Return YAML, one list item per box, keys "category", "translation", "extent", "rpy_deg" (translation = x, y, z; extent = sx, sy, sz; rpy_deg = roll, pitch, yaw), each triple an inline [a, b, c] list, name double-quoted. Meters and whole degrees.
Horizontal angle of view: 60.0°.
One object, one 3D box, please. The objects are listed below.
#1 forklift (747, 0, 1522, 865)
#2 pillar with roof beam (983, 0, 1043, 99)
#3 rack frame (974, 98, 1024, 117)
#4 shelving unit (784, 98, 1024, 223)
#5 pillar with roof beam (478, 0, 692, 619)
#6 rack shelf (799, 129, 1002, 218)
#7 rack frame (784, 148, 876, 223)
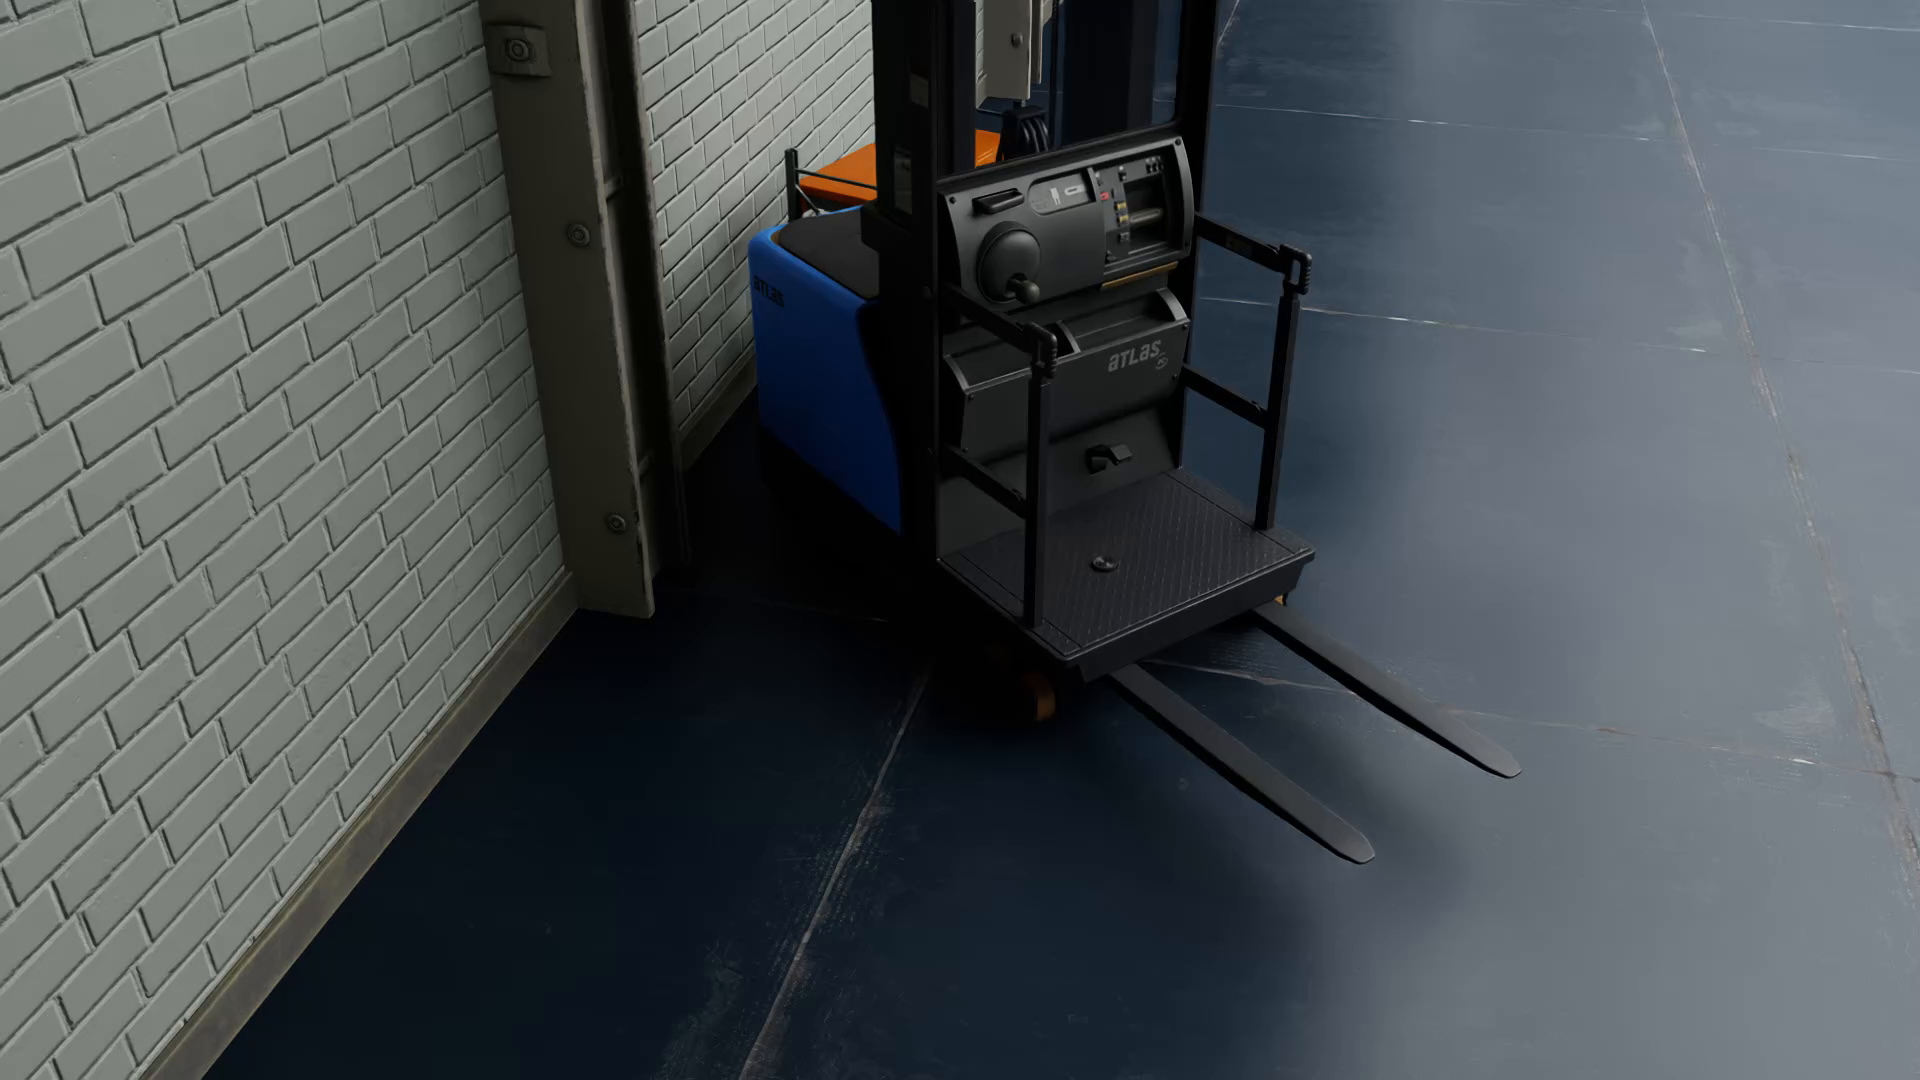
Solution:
- category: "forklift"
  translation: [0.476, -0.945, 5.004]
  extent: [1.130, 2.935, 3.031]
  rpy_deg: [-21, 38, -29]
- category: "pillar with roof beam"
  translation: [4.501, -6.173, 7.573]
  extent: [9.100, 9.000, 0.400]
  rpy_deg: [8, 33, 12]
- category: "rack frame"
  translation: [0.054, -1.471, 7.515]
  extent: [0.500, 1.125, 0.032]
  rpy_deg: [18, 37, 26]
- category: "shelving unit"
  translation: [-0.210, -1.238, 7.148]
  extent: [0.538, 1.125, 1.048]
  rpy_deg: [18, 37, 26]
- category: "pillar with roof beam"
  translation: [2.978, -3.060, 2.675]
  extent: [9.100, 9.000, 0.400]
  rpy_deg: [8, 33, 12]
- category: "rack shelf"
  translation: [-0.210, -1.485, 6.991]
  extent: [0.538, 0.278, 1.000]
  rpy_deg: [18, 37, 26]
- category: "rack frame"
  translation: [-0.473, -1.005, 6.782]
  extent: [0.500, 1.125, 0.032]
  rpy_deg: [18, 37, 26]
